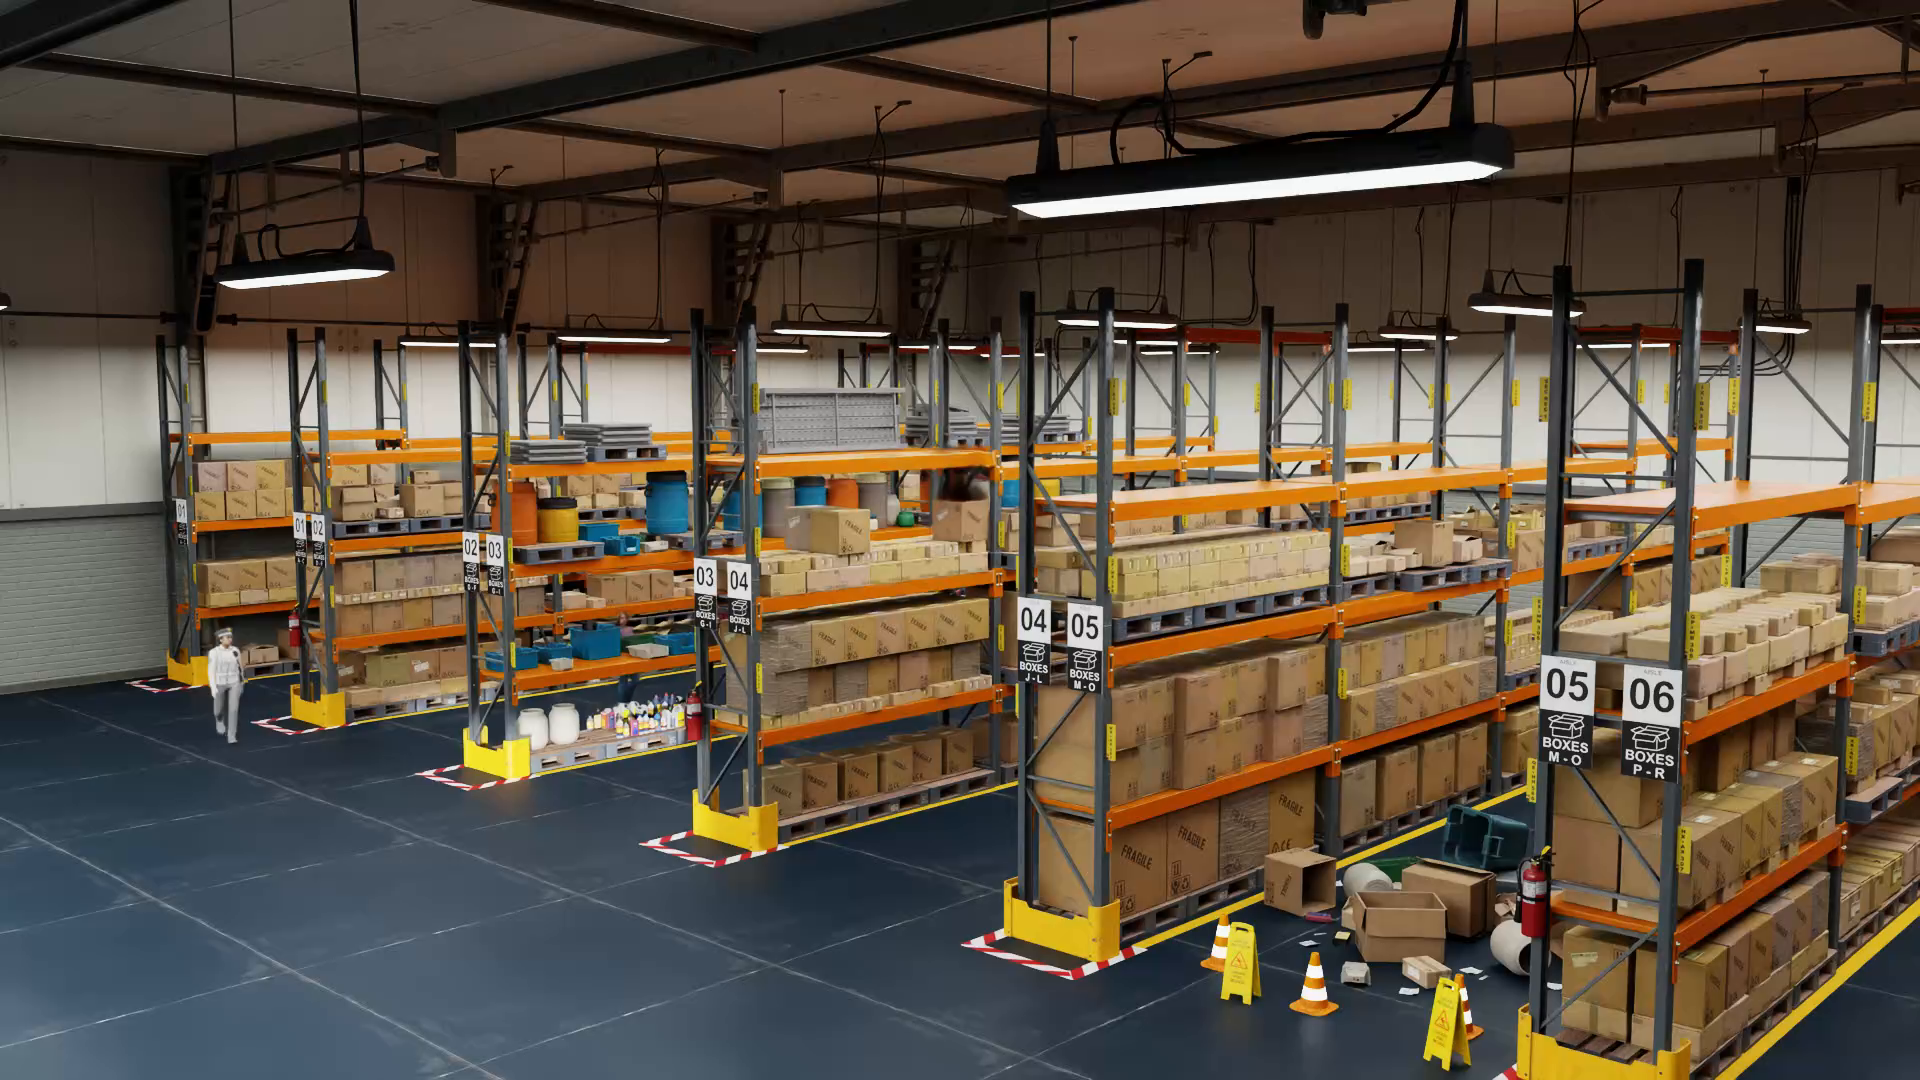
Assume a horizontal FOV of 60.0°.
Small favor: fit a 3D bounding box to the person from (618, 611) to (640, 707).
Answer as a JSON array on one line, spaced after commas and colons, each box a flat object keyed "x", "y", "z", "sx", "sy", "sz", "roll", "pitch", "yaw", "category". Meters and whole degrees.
[{"x": 5.230, "y": 0.948, "z": 25.603, "sx": 19.493, "sy": 3.479, "sz": 8.860, "roll": 3, "pitch": 6, "yaw": 26, "category": "person"}]

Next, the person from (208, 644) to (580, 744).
[{"x": -8.026, "y": 2.234, "z": 23.570, "sx": 4.990, "sy": 1.409, "sz": 3.252, "roll": -2, "pitch": 6, "yaw": -19, "category": "person"}]
